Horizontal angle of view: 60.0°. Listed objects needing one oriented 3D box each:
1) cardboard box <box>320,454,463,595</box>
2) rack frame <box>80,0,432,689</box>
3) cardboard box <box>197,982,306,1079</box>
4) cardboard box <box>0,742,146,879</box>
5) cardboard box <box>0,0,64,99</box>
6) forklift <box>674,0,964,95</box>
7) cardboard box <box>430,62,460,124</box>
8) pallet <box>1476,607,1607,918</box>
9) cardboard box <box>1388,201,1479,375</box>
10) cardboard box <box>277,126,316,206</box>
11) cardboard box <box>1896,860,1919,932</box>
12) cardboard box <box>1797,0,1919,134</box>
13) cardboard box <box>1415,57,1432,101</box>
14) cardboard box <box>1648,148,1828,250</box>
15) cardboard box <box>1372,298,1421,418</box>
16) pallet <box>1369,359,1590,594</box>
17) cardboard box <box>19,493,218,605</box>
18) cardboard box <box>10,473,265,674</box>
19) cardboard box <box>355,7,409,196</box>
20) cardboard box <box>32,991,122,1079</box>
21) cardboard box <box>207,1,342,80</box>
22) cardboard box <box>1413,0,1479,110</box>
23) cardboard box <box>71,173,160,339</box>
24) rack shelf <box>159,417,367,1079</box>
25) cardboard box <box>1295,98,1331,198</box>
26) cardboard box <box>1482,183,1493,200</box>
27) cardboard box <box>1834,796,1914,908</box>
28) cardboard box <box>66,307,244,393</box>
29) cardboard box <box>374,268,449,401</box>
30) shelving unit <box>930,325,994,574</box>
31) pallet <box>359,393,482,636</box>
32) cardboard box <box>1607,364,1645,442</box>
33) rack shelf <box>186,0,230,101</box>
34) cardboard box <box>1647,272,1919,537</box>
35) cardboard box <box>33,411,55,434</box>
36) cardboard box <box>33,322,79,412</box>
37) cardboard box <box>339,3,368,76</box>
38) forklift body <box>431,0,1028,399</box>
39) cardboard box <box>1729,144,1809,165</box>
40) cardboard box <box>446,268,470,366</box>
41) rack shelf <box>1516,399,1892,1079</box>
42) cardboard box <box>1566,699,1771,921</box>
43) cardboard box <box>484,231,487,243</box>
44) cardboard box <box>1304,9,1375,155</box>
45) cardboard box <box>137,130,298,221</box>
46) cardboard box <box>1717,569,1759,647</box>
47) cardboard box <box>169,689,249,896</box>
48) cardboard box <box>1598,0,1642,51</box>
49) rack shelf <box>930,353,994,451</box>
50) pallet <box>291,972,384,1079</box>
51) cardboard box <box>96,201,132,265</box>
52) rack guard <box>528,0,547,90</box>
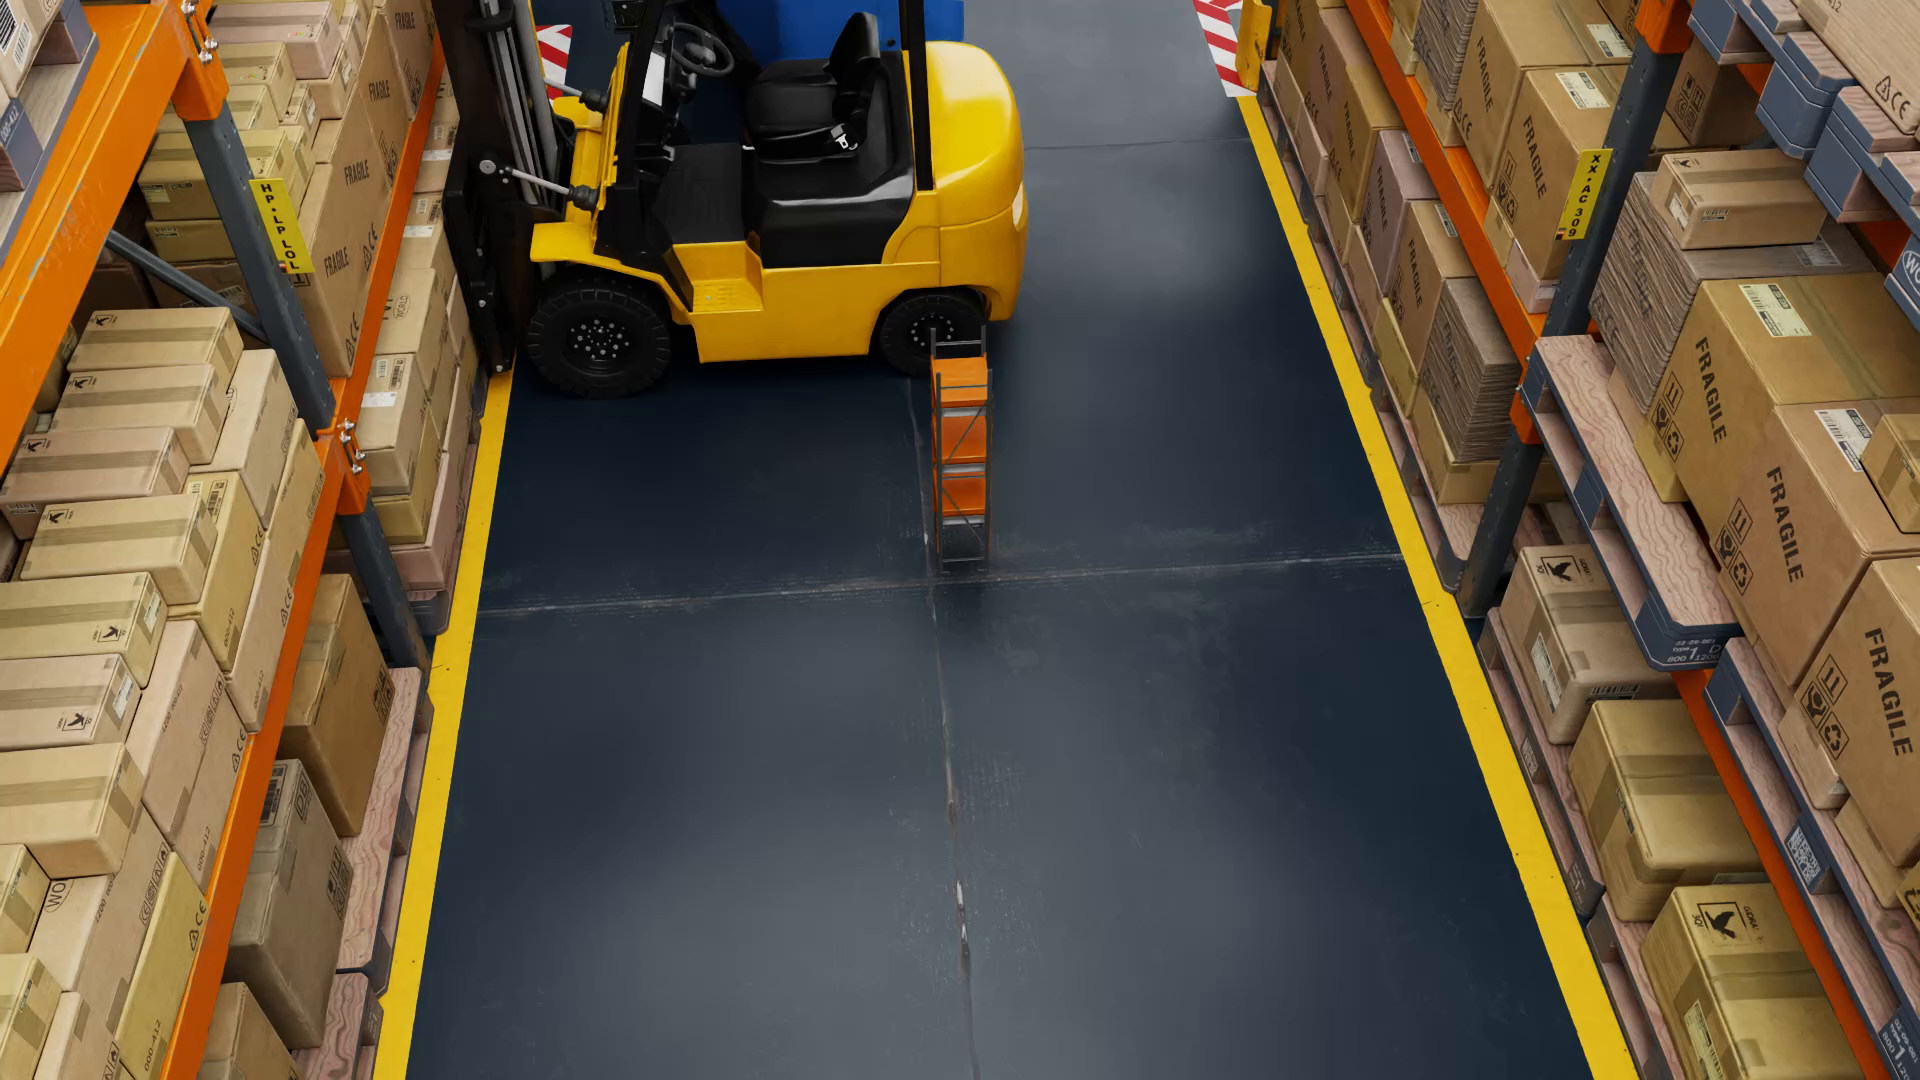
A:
[{"bbox_3d":[-2.207,-0.060,6.345,0.500,0.250,0.500,-3,47,-3],"label":"cardboard box"},{"bbox_3d":[-2.497,-0.491,5.149,1.000,3.000,0.127,-3,47,-3],"label":"rack frame"},{"bbox_3d":[-2.320,1.664,4.454,0.875,0.625,0.625,-5,47,-5],"label":"cardboard box"},{"bbox_3d":[-2.011,0.595,3.605,0.380,0.149,0.250,-5,47,-4],"label":"cardboard box"},{"bbox_3d":[-2.193,-1.161,3.421,0.500,0.311,0.500,-5,47,-5],"label":"cardboard box"},{"bbox_3d":[-1.070,-4.157,8.669,1.130,2.935,3.031,-20,50,-18],"label":"forklift"},{"bbox_3d":[-2.382,-1.880,7.380,0.500,0.250,0.500,-3,47,-3],"label":"cardboard box"},{"bbox_3d":[2.516,0.727,5.916,1.003,0.211,1.213,-3,47,-3],"label":"pallet"},{"bbox_3d":[2.088,-1.031,6.749,0.500,0.500,0.500,-3,47,-3],"label":"cardboard box"},{"bbox_3d":[-2.285,-1.182,5.288,0.380,0.149,0.250,-2,47,-2],"label":"cardboard box"},{"bbox_3d":[2.371,0.767,3.394,0.500,0.500,0.500,-6,47,-6],"label":"cardboard box"},{"bbox_3d":[2.142,-1.105,3.479,0.500,0.250,0.500,-4,47,-4],"label":"cardboard box"},{"bbox_3d":[2.039,-1.844,6.604,0.380,0.149,0.250,-4,47,-4],"label":"cardboard box"},{"bbox_3d":[2.136,-0.937,4.562,0.380,0.149,0.250,-4,47,-3],"label":"cardboard box"},{"bbox_3d":[2.077,-0.790,7.037,0.500,0.250,0.500,-5,47,-4],"label":"cardboard box"},{"bbox_3d":[2.358,-0.320,6.908,1.003,0.211,1.213,-3,47,-3],"label":"pallet"},{"bbox_3d":[-2.085,0.034,4.137,0.380,0.149,0.250,-5,47,-5],"label":"cardboard box"},{"bbox_3d":[-2.151,0.100,4.348,0.500,0.250,0.500,-5,47,-4],"label":"cardboard box"},{"bbox_3d":[-2.377,-1.604,6.134,0.500,0.500,0.500,-4,47,-4],"label":"cardboard box"},{"bbox_3d":[-2.022,1.205,3.302,0.500,0.250,0.500,-5,47,-4],"label":"cardboard box"},{"bbox_3d":[-2.289,-1.659,5.535,0.380,0.149,0.250,-3,47,-2],"label":"cardboard box"},{"bbox_3d":[2.066,-1.985,6.290,0.500,0.500,0.500,-2,47,-2],"label":"cardboard box"},{"bbox_3d":[-2.804,-0.834,5.405,0.500,0.500,0.500,-4,47,-4],"label":"cardboard box"},{"bbox_3d":[-2.329,1.204,4.040,1.077,0.370,4.000,-3,47,-3],"label":"rack shelf"},{"bbox_3d":[1.941,-1.918,8.105,0.500,0.250,0.500,-2,47,-2],"label":"cardboard box"},{"bbox_3d":[2.147,-1.296,6.085,0.380,0.149,0.250,-3,47,-3],"label":"cardboard box"},{"bbox_3d":[2.314,0.702,3.903,0.380,0.149,0.250,-5,47,-5],"label":"cardboard box"},{"bbox_3d":[-2.247,-0.514,4.656,0.380,0.149,0.250,-2,47,-2],"label":"cardboard box"},{"bbox_3d":[-2.257,-0.773,6.332,0.500,0.250,0.500,-3,47,-3],"label":"cardboard box"},{"bbox_3d":[0.005,-0.322,6.332,0.215,1.050,0.252,-3,47,-3],"label":"shelving unit"},{"bbox_3d":[-2.522,-0.110,6.708,1.003,0.211,1.213,-3,47,-3],"label":"pallet"},{"bbox_3d":[2.181,-0.434,4.979,0.380,0.149,0.250,-3,47,-3],"label":"cardboard box"},{"bbox_3d":[-2.664,-2.722,5.691,1.077,0.370,4.000,-3,47,-3],"label":"rack shelf"},{"bbox_3d":[2.245,-0.357,4.459,0.500,0.500,0.500,-3,47,-3],"label":"cardboard box"},{"bbox_3d":[-2.710,-0.228,4.659,0.500,0.250,0.500,-4,47,-4],"label":"cardboard box"},{"bbox_3d":[-2.681,-0.481,4.624,0.380,0.149,0.250,-4,47,-4],"label":"cardboard box"},{"bbox_3d":[-2.301,-1.742,5.818,0.380,0.149,0.250,-4,47,-4],"label":"cardboard box"},{"bbox_3d":[-0.855,-1.832,7.003,2.313,2.155,1.214,-3,47,-3],"label":"forklift body"},{"bbox_3d":[2.690,-1.267,5.610,0.500,0.500,0.500,-4,47,-3],"label":"cardboard box"},{"bbox_3d":[-2.304,-0.959,6.852,0.500,0.250,0.500,-4,47,-4],"label":"cardboard box"},{"bbox_3d":[2.617,0.899,4.328,1.077,0.370,4.000,-3,47,-3],"label":"rack shelf"},{"bbox_3d":[2.559,0.863,5.387,0.950,0.372,0.625,-1,47,-1],"label":"cardboard box"},{"bbox_3d":[-2.347,-1.166,7.392,0.500,0.250,0.500,-2,47,-2],"label":"cardboard box"},{"bbox_3d":[1.957,-2.150,7.809,0.500,0.500,0.500,-5,47,-5],"label":"cardboard box"},{"bbox_3d":[-2.228,-1.099,5.004,0.380,0.149,0.250,-3,47,-2],"label":"cardboard box"},{"bbox_3d":[2.272,0.136,4.439,0.380,0.149,0.250,-3,47,-3],"label":"cardboard box"},{"bbox_3d":[-2.135,0.634,4.187,0.500,0.250,0.500,-3,47,-3],"label":"cardboard box"},{"bbox_3d":[2.607,-1.978,5.595,0.700,0.500,0.500,-3,47,-3],"label":"cardboard box"},{"bbox_3d":[0.005,-0.510,6.134,0.215,0.259,0.240,-3,47,-3],"label":"rack shelf"},{"bbox_3d":[-2.291,1.884,4.821,1.003,0.211,1.213,-3,47,-3],"label":"pallet"},{"bbox_3d":[-2.780,-0.965,5.083,0.380,0.149,0.250,-4,47,-4],"label":"cardboard box"},{"bbox_3d":[-2.834,-2.543,8.814,1.175,0.500,0.348,-3,47,-3],"label":"rack guard"}]
